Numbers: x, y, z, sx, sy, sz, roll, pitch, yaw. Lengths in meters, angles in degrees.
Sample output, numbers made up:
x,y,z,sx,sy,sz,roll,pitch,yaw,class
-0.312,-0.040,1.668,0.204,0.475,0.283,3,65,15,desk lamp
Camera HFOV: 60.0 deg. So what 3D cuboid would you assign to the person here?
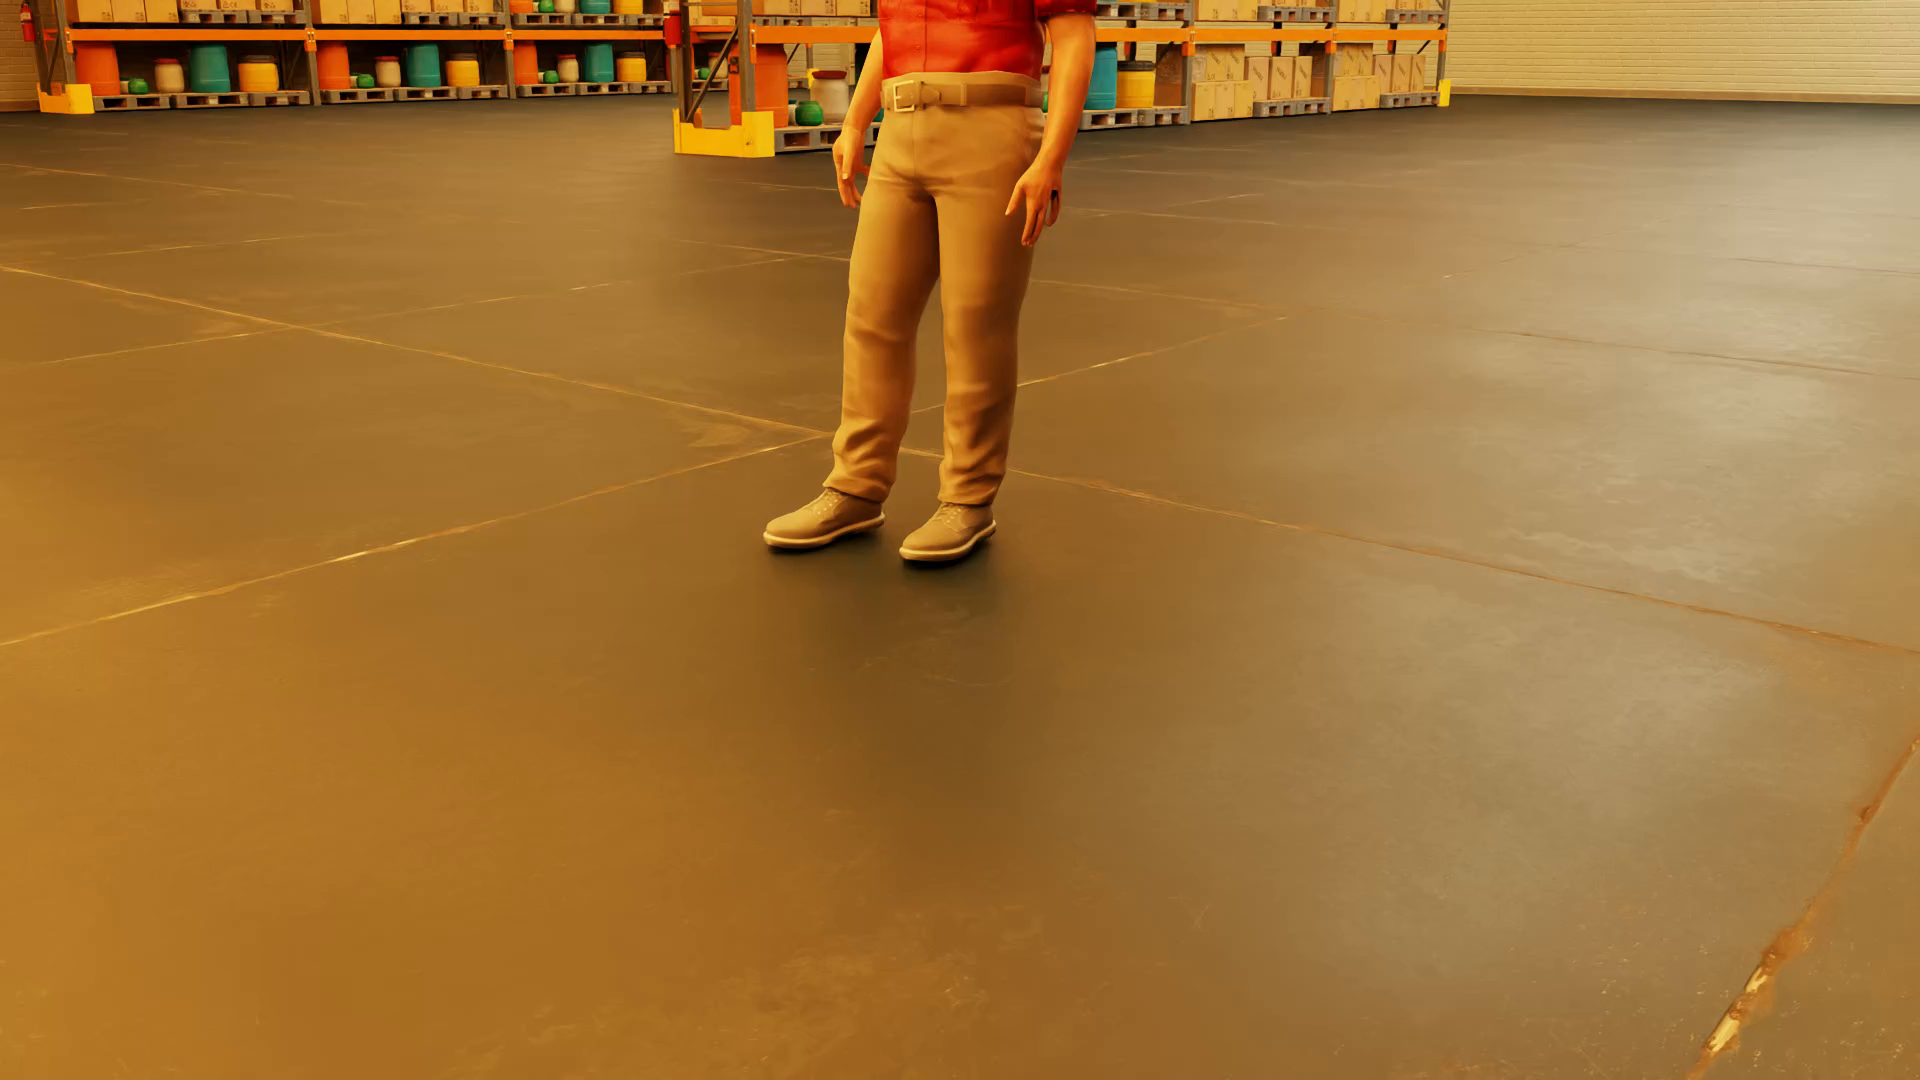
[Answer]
x,y,z,sx,sy,sz,roll,pitch,yaw,class
-0.066,-0.816,3.630,0.640,1.727,0.551,13,21,37,person
